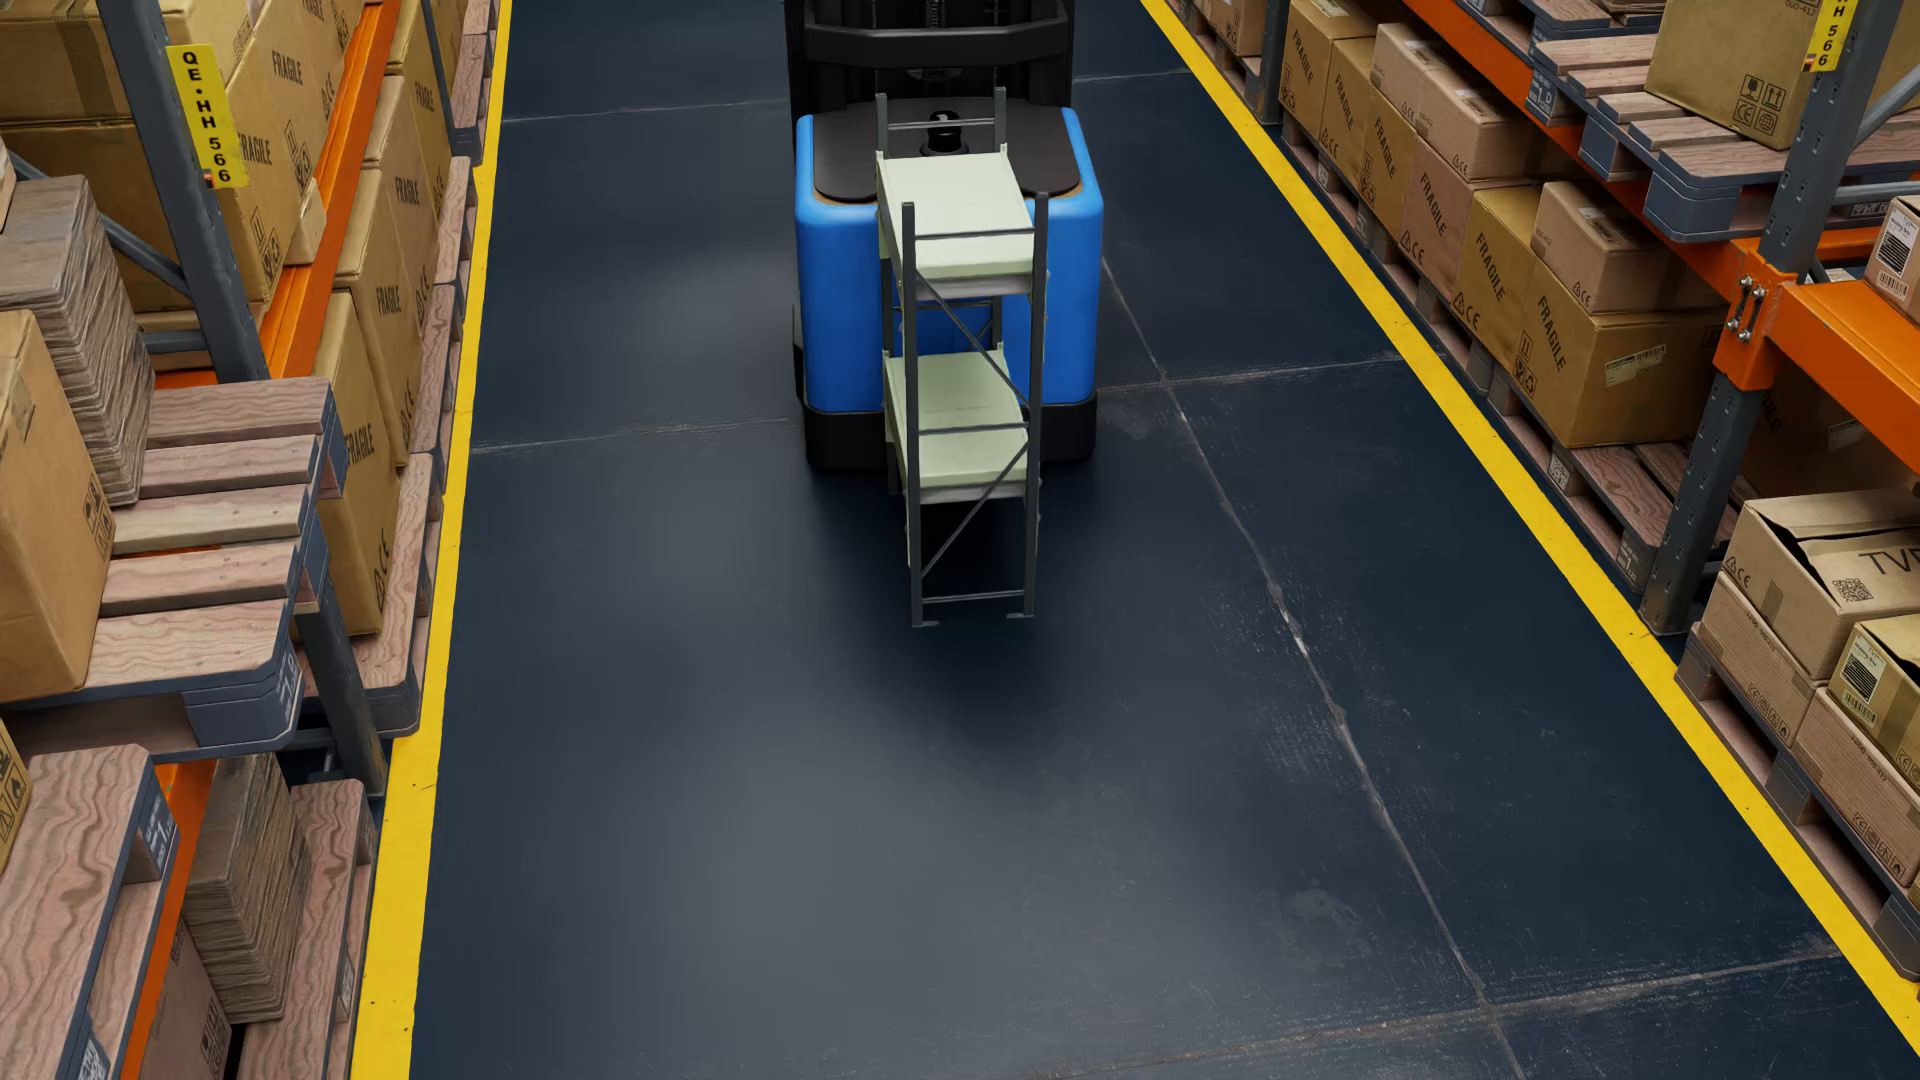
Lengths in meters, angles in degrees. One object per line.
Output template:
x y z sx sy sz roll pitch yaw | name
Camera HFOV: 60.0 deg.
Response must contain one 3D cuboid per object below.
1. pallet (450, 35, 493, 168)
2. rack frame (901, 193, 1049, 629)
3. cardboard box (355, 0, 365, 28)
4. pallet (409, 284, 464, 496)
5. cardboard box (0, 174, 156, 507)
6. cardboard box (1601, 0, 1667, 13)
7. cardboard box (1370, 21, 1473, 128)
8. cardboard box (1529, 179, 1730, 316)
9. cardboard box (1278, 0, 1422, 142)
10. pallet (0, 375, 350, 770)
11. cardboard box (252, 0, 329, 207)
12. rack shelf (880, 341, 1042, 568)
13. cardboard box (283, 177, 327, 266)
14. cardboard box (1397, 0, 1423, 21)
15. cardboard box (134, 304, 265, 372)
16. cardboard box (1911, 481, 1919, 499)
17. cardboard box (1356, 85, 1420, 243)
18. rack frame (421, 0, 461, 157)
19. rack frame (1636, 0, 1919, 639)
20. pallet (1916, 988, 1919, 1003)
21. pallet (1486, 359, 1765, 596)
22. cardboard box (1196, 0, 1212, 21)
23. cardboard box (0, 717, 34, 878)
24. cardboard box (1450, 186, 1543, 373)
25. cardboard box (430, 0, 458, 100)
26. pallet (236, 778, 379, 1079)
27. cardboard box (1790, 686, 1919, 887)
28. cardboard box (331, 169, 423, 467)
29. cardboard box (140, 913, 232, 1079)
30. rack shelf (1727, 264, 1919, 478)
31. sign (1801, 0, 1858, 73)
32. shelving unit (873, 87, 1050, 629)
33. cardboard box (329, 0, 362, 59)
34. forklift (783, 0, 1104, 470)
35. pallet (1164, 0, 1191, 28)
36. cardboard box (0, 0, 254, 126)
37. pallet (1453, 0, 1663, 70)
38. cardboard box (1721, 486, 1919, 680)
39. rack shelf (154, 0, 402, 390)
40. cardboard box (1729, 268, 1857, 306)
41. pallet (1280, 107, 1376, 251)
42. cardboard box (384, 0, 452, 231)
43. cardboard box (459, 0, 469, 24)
-2.919 -2.205 8.417 1.003 0.211 1.213 -6 38 -8 | pallet
0.041 -0.328 4.950 0.400 1.500 0.023 -5 38 -6 | rack frame
-2.374 -1.955 6.010 0.380 0.149 0.250 -6 38 -8 | cardboard box
-2.436 -0.541 6.275 1.003 0.211 1.213 -6 38 -8 | pallet
-2.069 -0.353 3.320 0.700 0.500 0.500 -11 39 -13 | cardboard box
2.521 -2.105 5.590 0.700 0.500 0.500 0 38 1 | cardboard box
2.034 -1.934 6.863 0.500 0.250 0.500 -6 38 -8 | cardboard box
2.306 -1.014 5.678 0.500 0.250 0.500 -5 38 -6 | cardboard box
1.859 -2.242 7.870 0.500 0.500 0.500 -8 39 -10 | cardboard box
-1.931 0.072 3.369 1.213 0.211 1.003 -6 38 -8 | pallet
-2.077 -1.226 4.543 0.500 0.500 0.500 -5 38 -6 | cardboard box
-0.008 -0.293 5.436 0.431 0.370 0.720 -5 38 -6 | rack shelf
-1.990 -0.878 4.624 0.380 0.149 0.250 -5 38 -7 | cardboard box
2.383 -2.293 7.936 0.500 0.500 0.500 -6 38 -8 | cardboard box
-1.991 -0.555 4.208 0.380 0.149 0.250 -7 38 -9 | cardboard box
3.049 0.030 4.708 0.500 0.311 0.500 -5 38 -7 | cardboard box
2.044 -1.619 7.067 0.500 0.500 0.500 -6 38 -7 | cardboard box
-2.862 -2.839 6.959 1.000 3.000 0.127 -6 38 -8 | rack frame
2.715 -0.958 4.538 1.000 3.000 0.127 -6 38 -8 | rack frame
3.032 1.380 3.802 1.003 0.211 1.213 -6 38 -8 | pallet
2.622 -0.312 5.979 1.003 0.211 1.213 -6 38 -8 | pallet
1.510 -2.956 9.075 0.380 0.149 0.250 -6 38 -8 | cardboard box
-1.829 0.397 2.354 0.700 0.500 0.500 -6 38 -8 | cardboard box
2.230 -0.997 6.267 0.500 0.500 0.500 -8 38 -10 | cardboard box
-2.893 -2.480 8.193 0.700 0.500 0.500 -6 38 -7 | cardboard box
-2.026 1.150 4.097 1.003 0.211 1.213 -6 38 -8 | pallet
2.607 0.613 4.414 0.500 0.250 0.500 -7 38 -9 | cardboard box
-2.308 -0.728 5.652 0.750 0.750 0.750 -6 38 -8 | cardboard box
-2.008 1.143 3.512 0.700 0.500 0.500 -6 38 -8 | cardboard box
3.066 0.534 3.204 1.077 0.370 4.000 -6 38 -8 | rack shelf
2.183 -1.320 4.125 0.100 0.325 0.005 -6 38 -8 | sign
-0.008 -0.550 5.236 0.431 1.500 0.755 -5 38 -6 | shelving unit
-2.262 -1.840 5.333 0.500 0.500 0.500 -5 38 -7 | cardboard box
-0.132 -2.295 6.315 1.130 2.935 3.031 -2 38 -3 | forklift
1.677 -3.426 9.988 1.003 0.211 1.213 -6 38 -8 | pallet
-1.992 -1.203 3.902 0.500 0.250 0.500 -5 38 -7 | cardboard box
2.370 -2.056 6.108 1.003 0.211 1.213 -6 38 -8 | pallet
2.518 0.088 4.633 0.500 0.311 0.500 -5 38 -6 | cardboard box
-2.512 -1.347 5.625 1.077 0.370 4.000 -6 38 -8 | rack shelf
2.819 -0.766 5.970 0.500 0.500 0.500 -8 38 -10 | cardboard box
2.194 -1.786 7.876 1.003 0.211 1.213 -6 38 -8 | pallet
-2.620 -1.777 7.003 0.750 0.750 0.750 -6 38 -7 | cardboard box
-3.065 -3.094 8.983 0.700 0.500 0.500 -5 38 -7 | cardboard box
